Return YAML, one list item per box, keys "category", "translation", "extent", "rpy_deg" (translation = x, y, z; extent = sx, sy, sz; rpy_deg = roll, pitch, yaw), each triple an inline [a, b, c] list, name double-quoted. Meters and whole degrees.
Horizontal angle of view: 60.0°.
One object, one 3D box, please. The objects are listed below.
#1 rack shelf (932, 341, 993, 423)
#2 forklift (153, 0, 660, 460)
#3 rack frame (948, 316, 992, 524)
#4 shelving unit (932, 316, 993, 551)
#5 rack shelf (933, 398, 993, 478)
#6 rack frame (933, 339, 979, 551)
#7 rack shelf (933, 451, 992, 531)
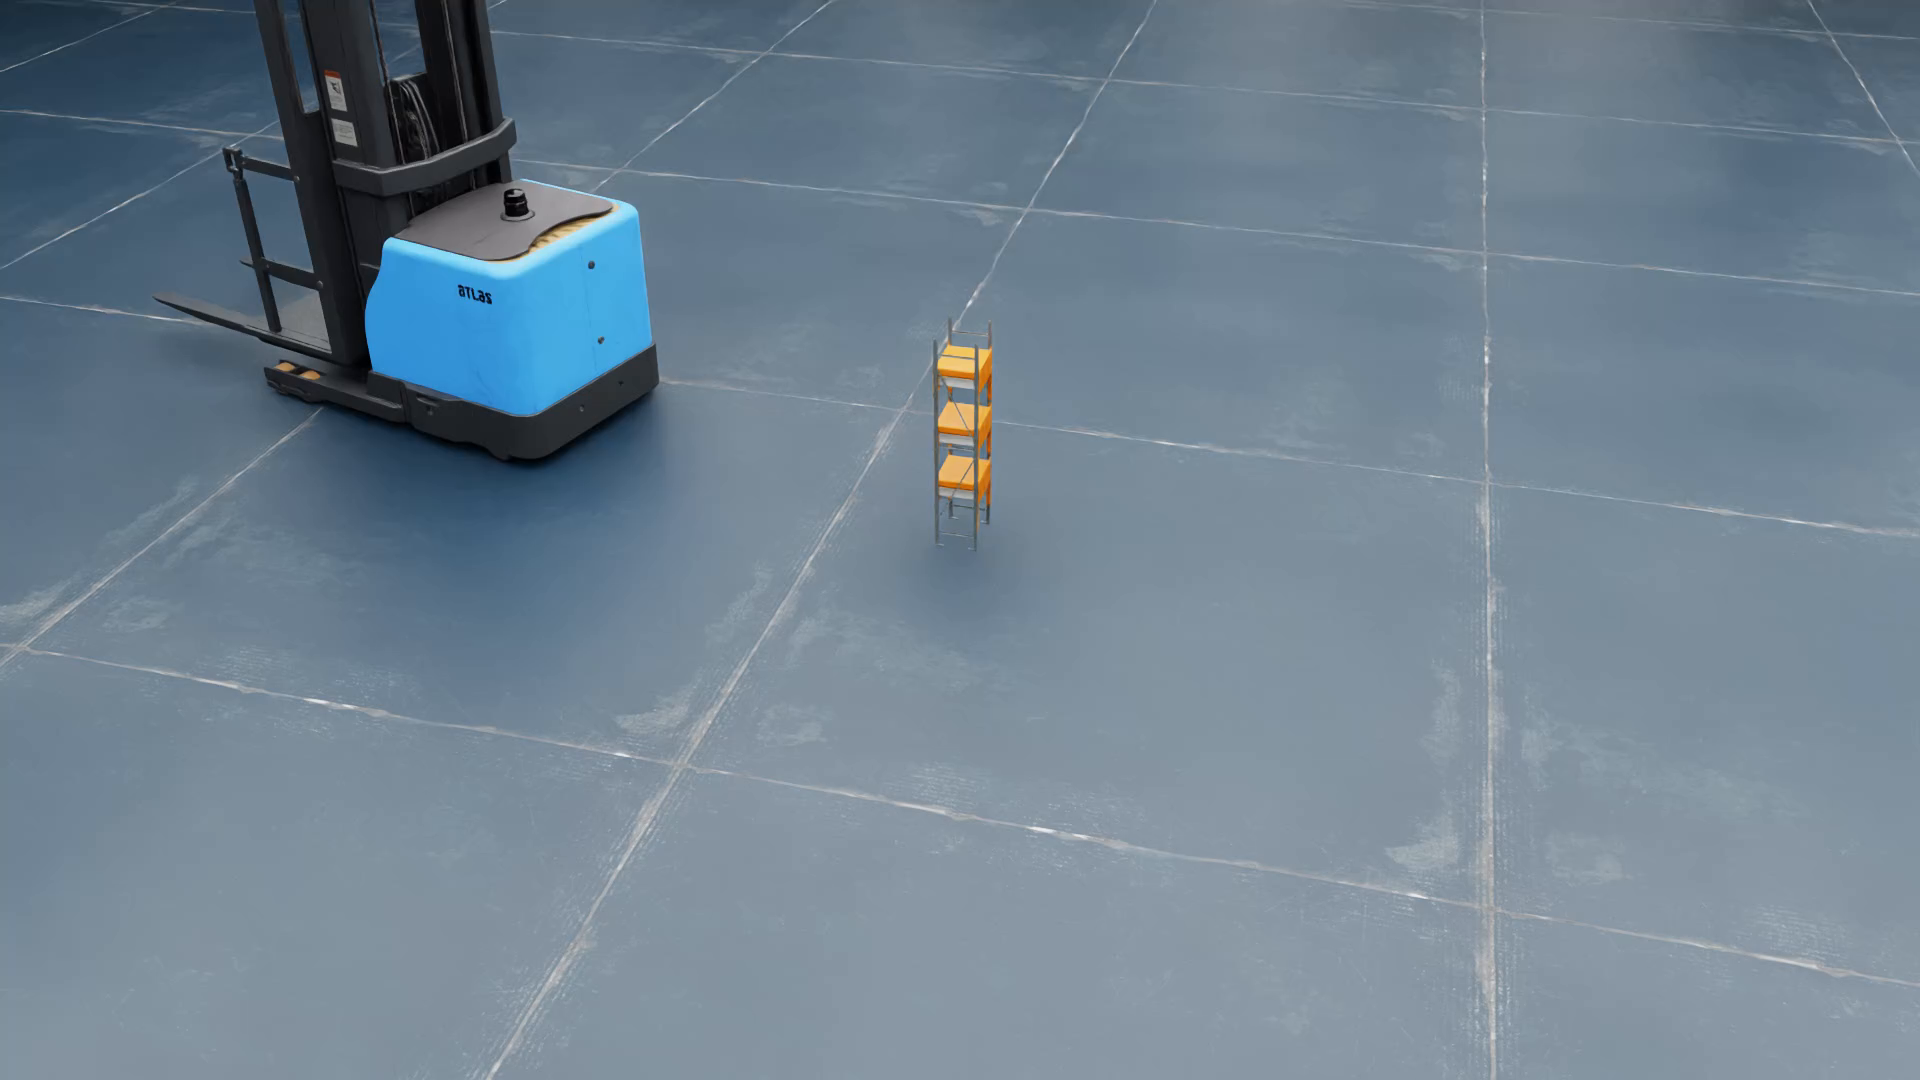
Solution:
- category: "rack shelf"
  translation: [0.014, -0.701, 7.365]
  extent: [0.215, 0.259, 0.240]
  rpy_deg: [8, 33, 12]
- category: "forklift"
  translation: [-3.154, -2.202, 8.481]
  extent: [3.031, 2.935, 1.130]
  rpy_deg: [17, 36, 25]
- category: "rack frame"
  translation: [0.045, -0.534, 7.612]
  extent: [0.200, 1.050, 0.008]
  rpy_deg: [8, 33, 12]
- category: "shelving unit"
  translation: [0.014, -0.471, 7.512]
  extent: [0.215, 1.050, 0.252]
  rpy_deg: [8, 33, 12]
- category: "rack shelf"
  translation: [0.014, -0.462, 7.518]
  extent: [0.215, 0.259, 0.240]
  rpy_deg: [8, 33, 12]
- category: "rack frame"
  translation: [-0.017, -0.408, 7.412]
  extent: [0.200, 1.050, 0.008]
  rpy_deg: [8, 33, 12]
- category: "rack shelf"
  translation: [0.014, -0.227, 7.667]
  extent: [0.215, 0.259, 0.240]
  rpy_deg: [8, 33, 12]
